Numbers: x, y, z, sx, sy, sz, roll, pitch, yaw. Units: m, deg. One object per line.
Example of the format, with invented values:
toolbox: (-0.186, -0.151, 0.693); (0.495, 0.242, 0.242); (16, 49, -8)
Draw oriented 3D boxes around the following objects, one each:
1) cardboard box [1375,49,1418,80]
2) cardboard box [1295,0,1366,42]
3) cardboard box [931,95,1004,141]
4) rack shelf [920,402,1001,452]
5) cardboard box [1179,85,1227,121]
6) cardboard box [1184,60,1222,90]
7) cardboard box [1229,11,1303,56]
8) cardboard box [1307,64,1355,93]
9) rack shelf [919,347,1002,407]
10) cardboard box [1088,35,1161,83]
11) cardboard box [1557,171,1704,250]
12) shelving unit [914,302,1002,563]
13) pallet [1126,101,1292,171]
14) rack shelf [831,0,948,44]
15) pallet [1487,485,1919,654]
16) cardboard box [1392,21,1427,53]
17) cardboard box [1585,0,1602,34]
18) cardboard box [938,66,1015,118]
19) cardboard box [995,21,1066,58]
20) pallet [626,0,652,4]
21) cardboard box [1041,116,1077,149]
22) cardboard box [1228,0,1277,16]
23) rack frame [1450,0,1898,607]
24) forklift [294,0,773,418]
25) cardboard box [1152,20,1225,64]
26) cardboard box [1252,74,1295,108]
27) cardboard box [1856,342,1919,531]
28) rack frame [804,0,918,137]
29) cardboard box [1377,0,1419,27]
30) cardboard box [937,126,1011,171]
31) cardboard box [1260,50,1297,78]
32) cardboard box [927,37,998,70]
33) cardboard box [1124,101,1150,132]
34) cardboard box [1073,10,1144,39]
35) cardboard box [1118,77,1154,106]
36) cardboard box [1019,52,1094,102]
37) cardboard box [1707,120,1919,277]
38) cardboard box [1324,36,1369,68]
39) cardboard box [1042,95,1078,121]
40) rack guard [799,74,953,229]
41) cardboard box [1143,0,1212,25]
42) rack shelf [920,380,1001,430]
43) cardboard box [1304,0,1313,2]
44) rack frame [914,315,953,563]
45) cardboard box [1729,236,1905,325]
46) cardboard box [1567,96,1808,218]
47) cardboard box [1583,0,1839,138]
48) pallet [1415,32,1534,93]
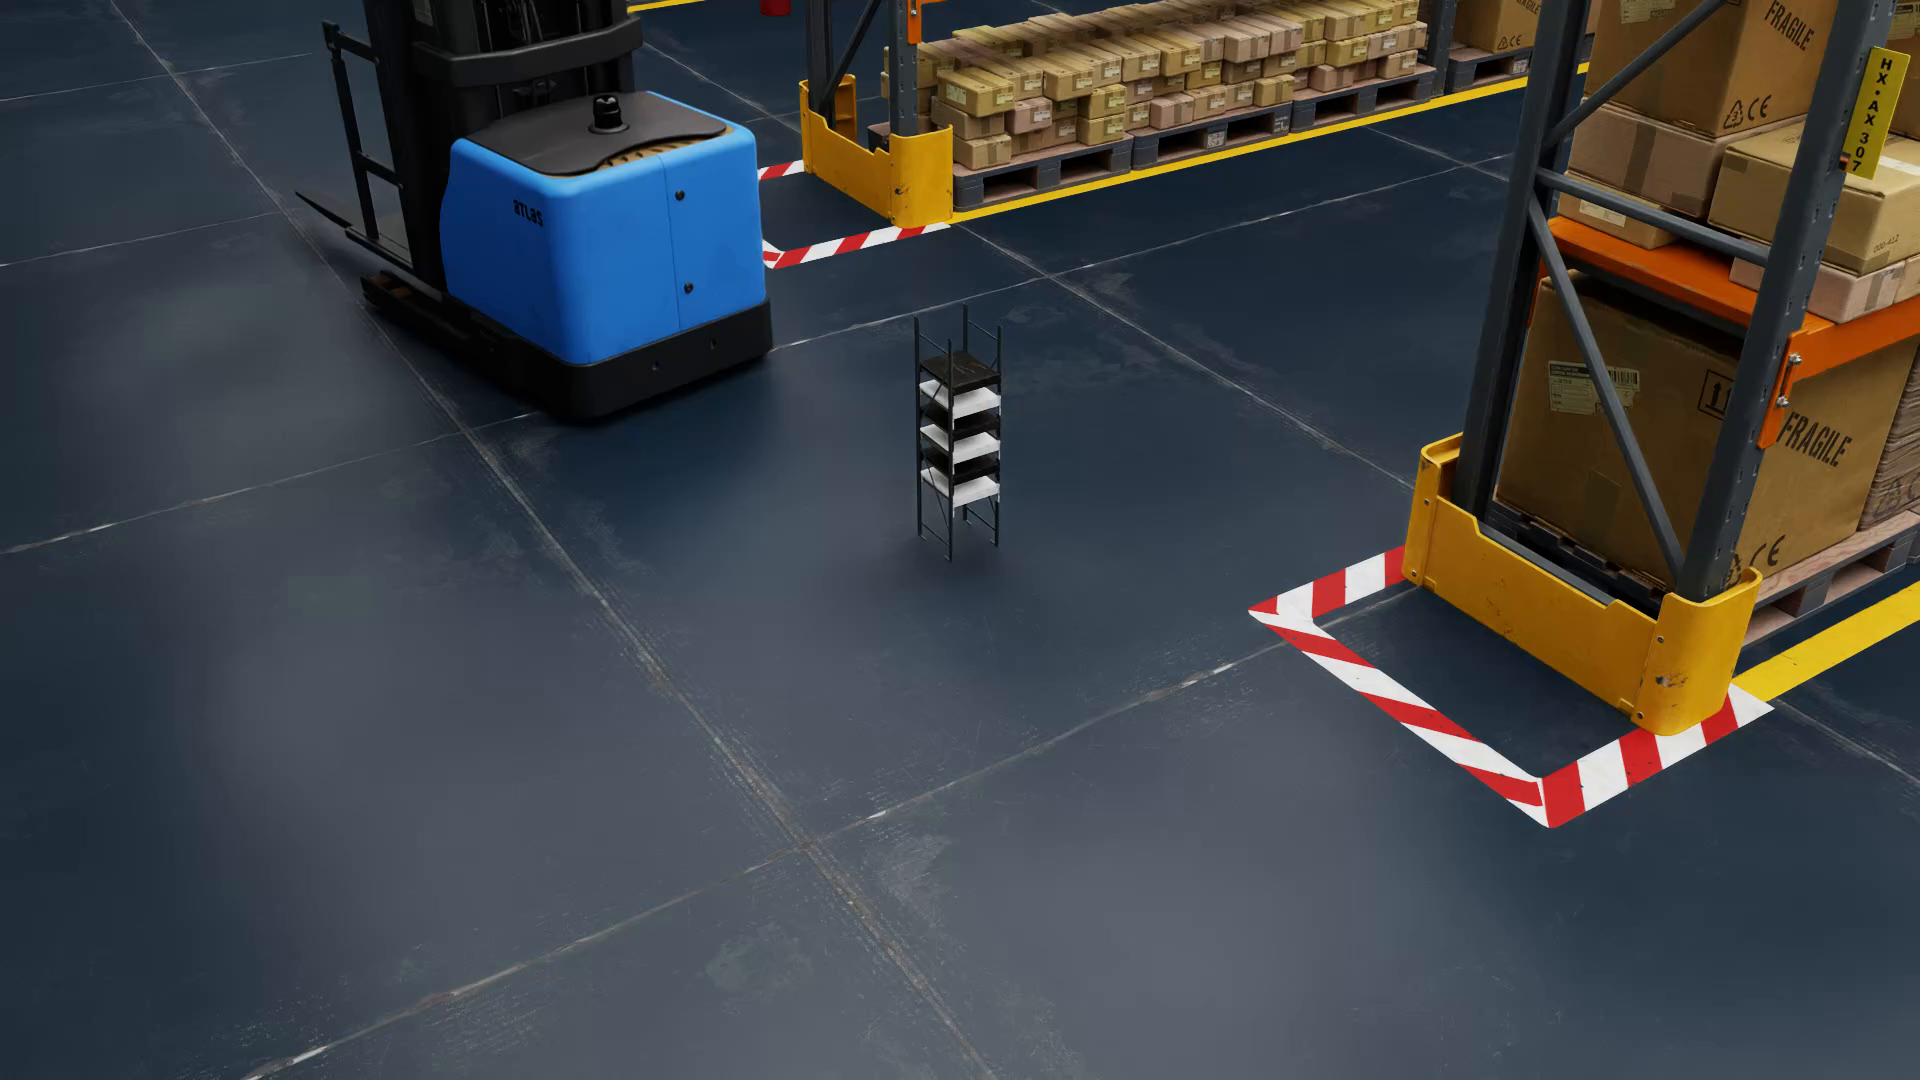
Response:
cardboard box: (2.679, -3.068, 10.580); (0.250, 0.149, 0.380); (-18, 37, -27)
cardboard box: (2.267, -3.199, 10.231); (0.250, 0.149, 0.380); (-19, 37, -28)
cardboard box: (0.041, -2.340, 9.147); (0.250, 0.149, 0.380); (-17, 36, -25)
rack shelf: (-0.007, -0.426, 5.976); (0.200, 0.077, 0.258); (-19, 37, -27)
cardboard box: (1.369, -2.638, 9.900); (0.250, 0.149, 0.380); (-19, 37, -27)
cardboard box: (1.344, -2.819, 9.907); (0.250, 0.149, 0.380); (-17, 36, -25)
cardboard box: (1.829, -3.039, 9.977); (0.250, 0.149, 0.380); (-21, 38, -30)
cardboard box: (2.228, -2.925, 10.353); (0.250, 0.149, 0.380); (-20, 38, -29)
rack shelf: (-0.007, -0.578, 5.880); (0.200, 0.077, 0.258); (-19, 37, -27)
cardboard box: (0.936, -2.762, 9.538); (0.250, 0.149, 0.380); (-17, 36, -25)
cardboard box: (2.185, -1.096, 5.412); (0.250, 0.149, 0.380); (-18, 37, -26)
shelving unit: (-0.007, -0.378, 6.006); (0.210, 0.900, 0.258); (-19, 37, -27)
pallet: (1.252, -2.618, 10.202); (1.213, 0.211, 1.003); (-19, 37, -27)
rack shelf: (1.143, -3.479, 9.629); (4.000, 0.370, 1.077); (-19, 37, -27)
pallet: (2.694, -0.039, 6.114); (1.213, 0.211, 1.003); (-19, 37, -27)
cardboard box: (2.731, -3.226, 10.552); (0.250, 0.149, 0.380); (-18, 37, -26)
cardboard box: (4.032, -3.731, 11.302); (0.500, 0.500, 0.500); (-17, 36, -25)
cardboard box: (0.086, -2.428, 9.009); (0.250, 0.149, 0.380); (-21, 38, -29)
cardboard box: (0.413, -2.921, 9.790); (0.250, 0.149, 0.380); (-21, 38, -29)
pallet: (-2.675, -4.483, 13.159); (1.213, 0.211, 1.003); (-19, 37, -27)
cardboard box: (0.456, -2.373, 9.478); (0.250, 0.149, 0.380); (-19, 37, -27)
cardboard box: (1.766, -3.345, 10.462); (0.250, 0.149, 0.380); (-20, 37, -28)
rack frame: (2.064, -0.952, 4.948); (0.127, 3.000, 1.000); (-19, 37, -27)
forklift: (-2.224, -2.440, 7.371); (1.130, 2.935, 3.031); (-27, 41, -36)
cardboard box: (1.341, -2.933, 9.809); (0.250, 0.149, 0.380); (-19, 37, -27)
cardboard box: (1.809, -2.768, 10.105); (0.250, 0.149, 0.380); (-19, 37, -27)
cardboard box: (3.324, -0.715, 6.170); (0.875, 0.875, 0.875); (-19, 37, -27)
rack frame: (-0.538, -3.206, 8.520); (0.127, 3.000, 1.000); (-19, 37, -27)
cardboard box: (2.666, -3.366, 10.495); (0.250, 0.149, 0.380); (-18, 36, -26)
cardboard box: (0.076, -2.185, 9.181); (0.250, 0.149, 0.380); (-18, 37, -26)
cardboard box: (1.828, -2.946, 10.108); (0.250, 0.149, 0.380); (-18, 36, -26)
cardboard box: (0.012, -2.743, 9.507); (0.250, 0.149, 0.380); (-18, 37, -26)
cardboard box: (0.893, -2.514, 9.702); (0.250, 0.149, 0.380); (-19, 37, -27)
cardboard box: (0.890, -3.050, 9.994); (0.250, 0.149, 0.380); (-20, 38, -29)
cardboard box: (0.906, -2.649, 9.637); (0.250, 0.149, 0.380); (-21, 38, -29)
cardboard box: (0.534, -2.577, 9.245); (0.250, 0.149, 0.380); (-19, 37, -27)
cardboard box: (2.614, -1.032, 4.937); (0.500, 0.250, 0.500); (-20, 37, -28)
cardboard box: (2.295, -3.057, 10.284); (0.250, 0.149, 0.380); (-20, 38, -29)
cardboard box: (0.460, -2.504, 9.407); (0.250, 0.149, 0.380); (-18, 37, -27)
rack guard: (-0.474, -2.170, 9.222); (0.348, 0.500, 1.175); (-19, 37, -27)
cardboard box: (1.323, -3.192, 10.220); (0.250, 0.149, 0.380); (-21, 38, -29)
rack shelf: (-0.007, -0.502, 5.928); (0.200, 0.077, 0.258); (-19, 37, -27)
cardboard box: (2.159, -3.526, 10.748); (0.250, 0.149, 0.380); (-17, 36, -25)
rack frame: (-0.092, -0.349, 5.960); (0.006, 0.900, 0.240); (-19, 37, -27)
cardboard box: (2.542, -0.801, 4.943); (0.250, 0.149, 0.380); (-19, 37, -27)
cardboard box: (2.328, -1.274, 5.319); (0.500, 0.250, 0.500); (-20, 37, -28)
cardboard box: (2.331, -1.590, 5.119); (0.500, 0.500, 0.500); (-18, 37, -27)
pallet: (3.478, -3.408, 11.455); (1.213, 0.211, 1.003); (-19, 37, -27)
